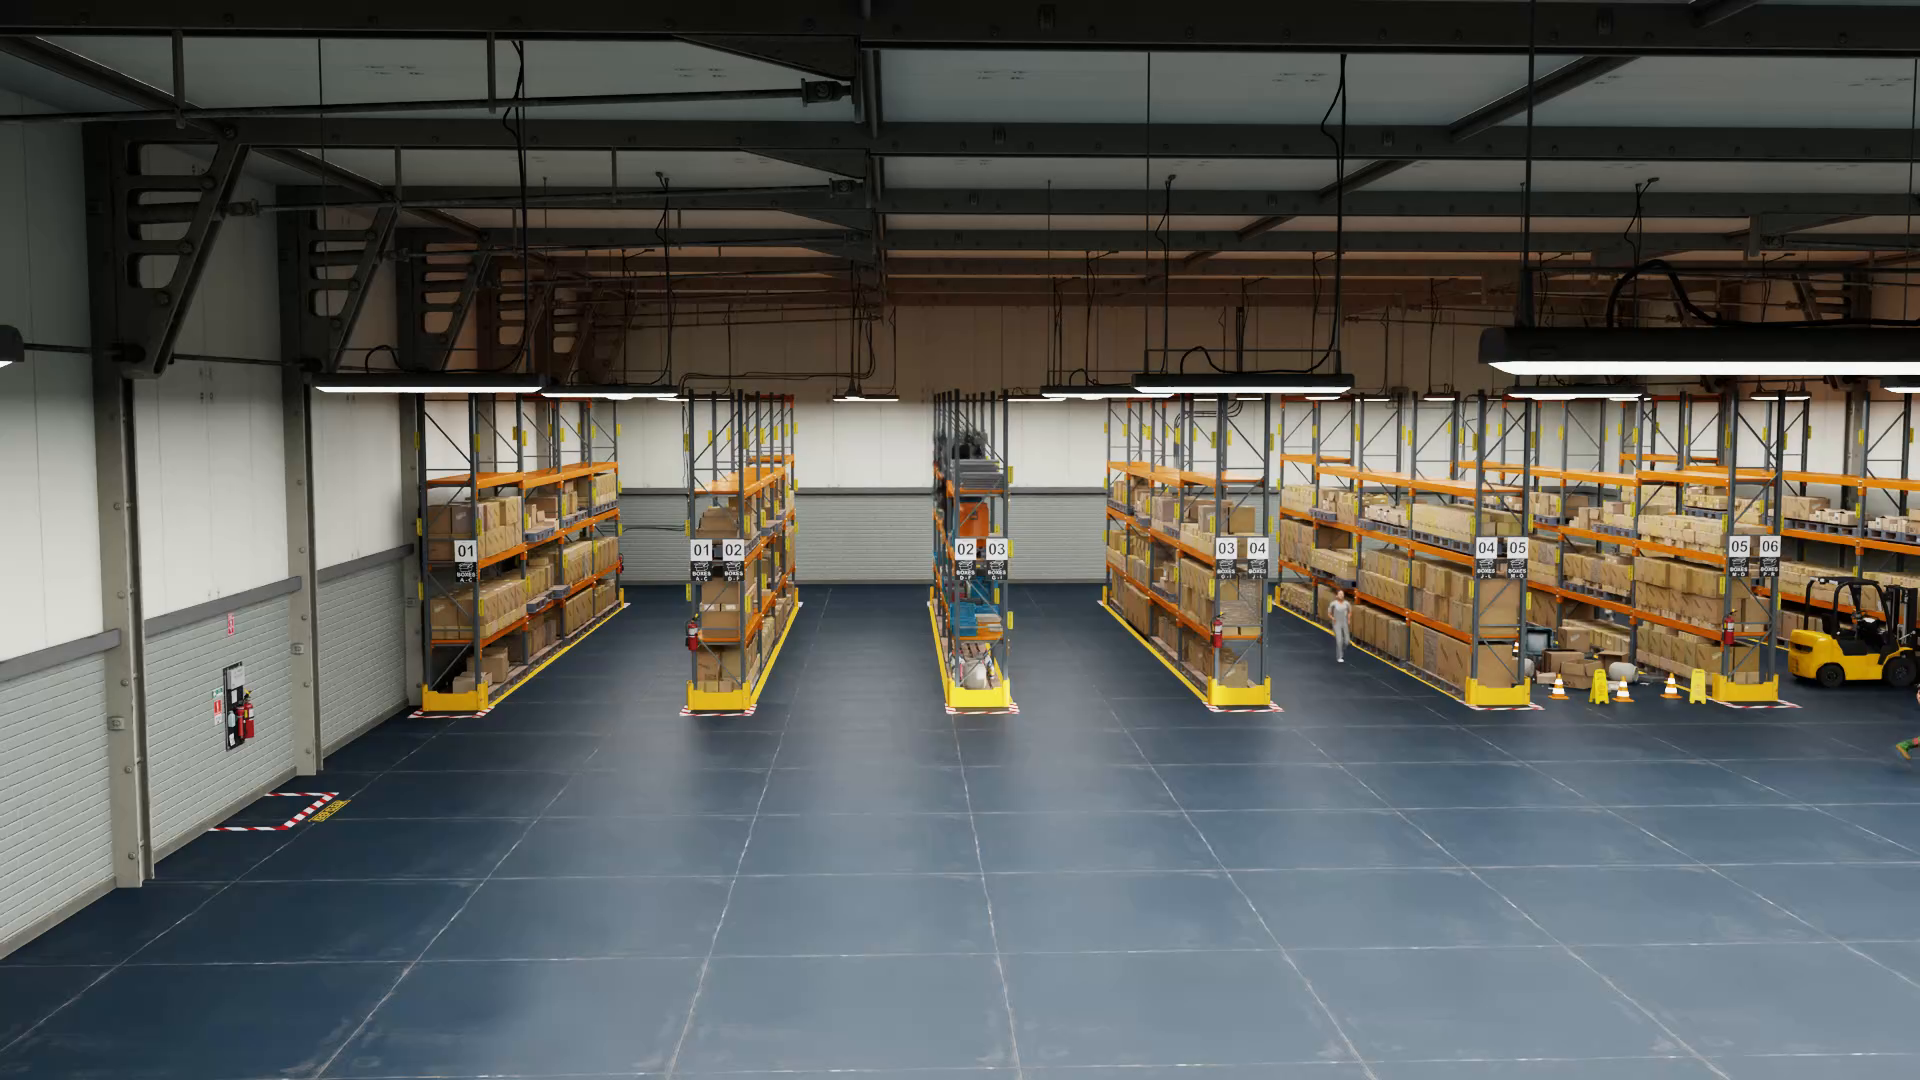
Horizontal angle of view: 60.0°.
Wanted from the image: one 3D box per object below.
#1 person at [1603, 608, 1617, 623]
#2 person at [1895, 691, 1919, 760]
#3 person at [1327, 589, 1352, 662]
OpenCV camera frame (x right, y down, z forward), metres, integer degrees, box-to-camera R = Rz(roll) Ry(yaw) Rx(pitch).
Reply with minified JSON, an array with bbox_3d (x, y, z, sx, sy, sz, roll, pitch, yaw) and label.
[{"bbox_3d":[16.949,1.285,43.579,0.644,1.742,0.599,-2,5,-19],"label":"person"},{"bbox_3d":[15.082,2.751,25.637,1.171,1.784,0.625,4,6,42],"label":"person"},{"bbox_3d":[8.445,1.901,36.966,0.561,1.612,0.588,0,5,-2],"label":"person"}]
